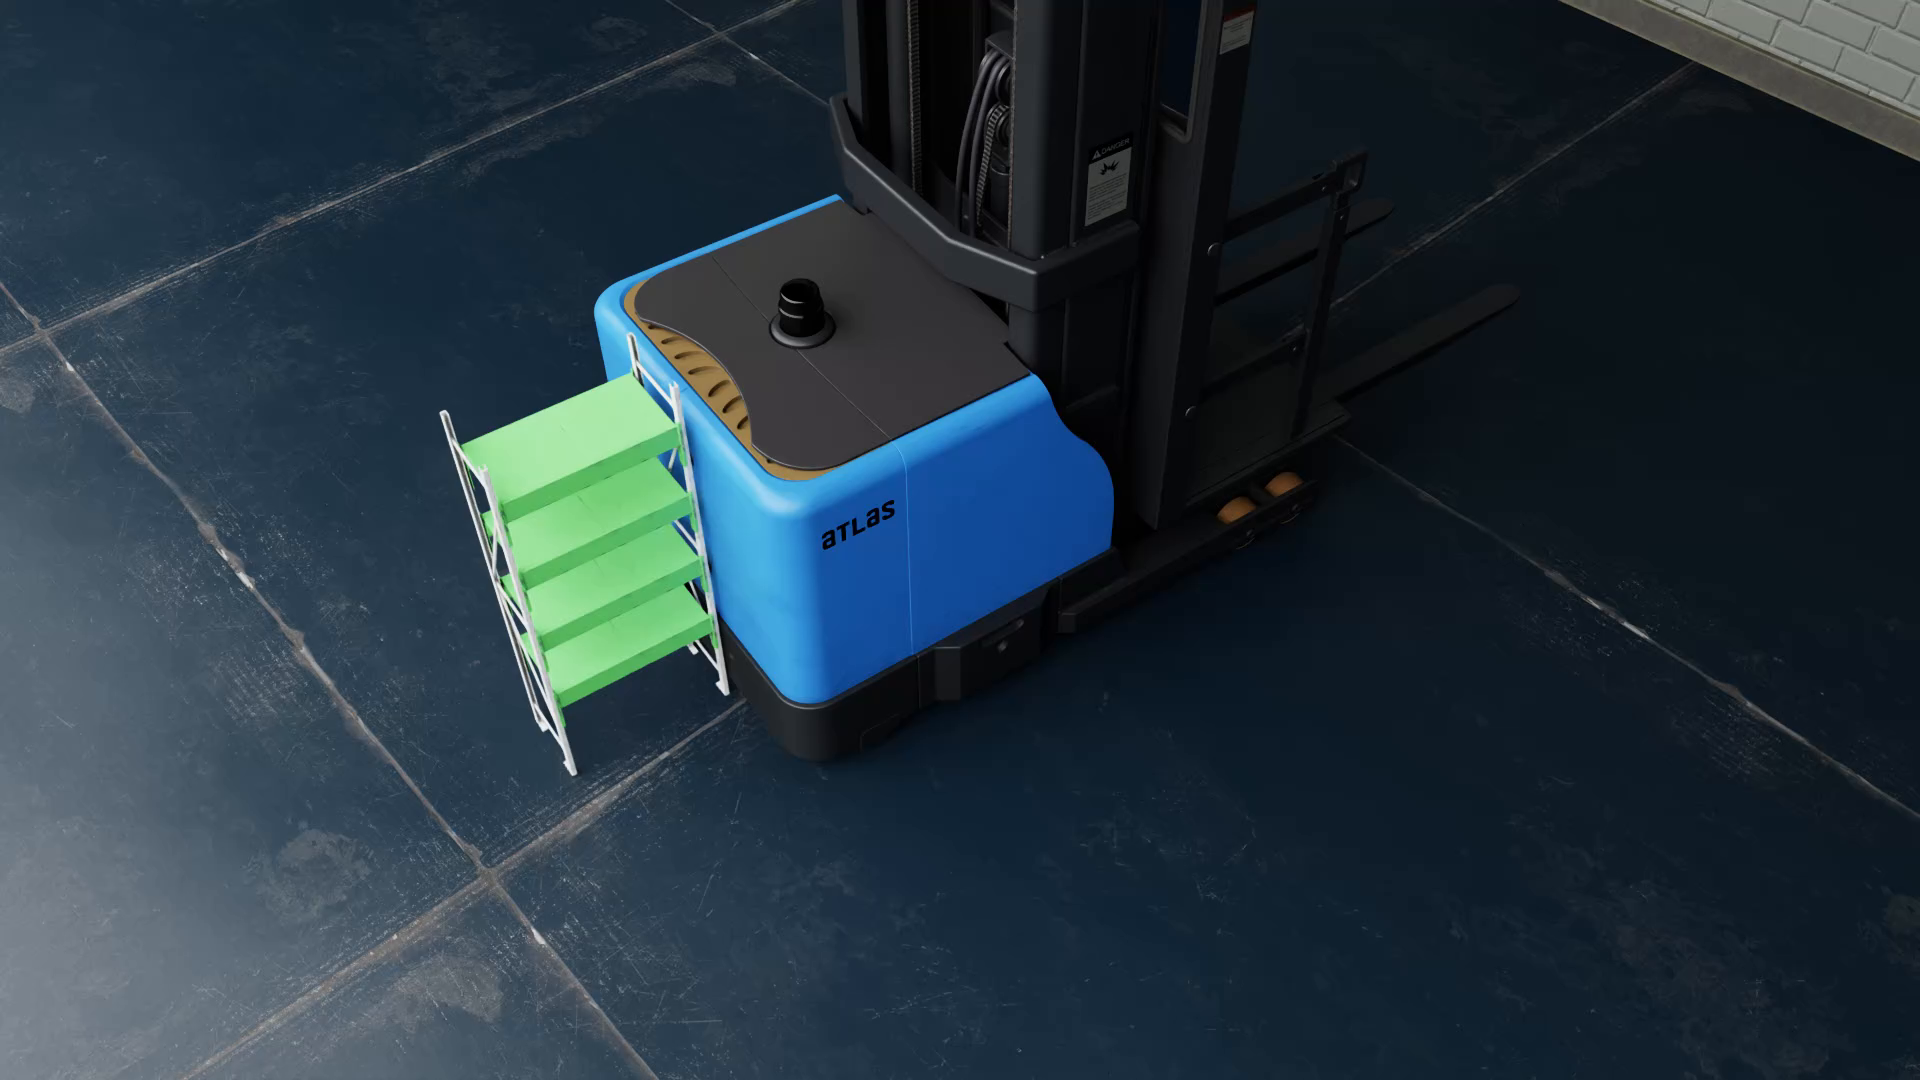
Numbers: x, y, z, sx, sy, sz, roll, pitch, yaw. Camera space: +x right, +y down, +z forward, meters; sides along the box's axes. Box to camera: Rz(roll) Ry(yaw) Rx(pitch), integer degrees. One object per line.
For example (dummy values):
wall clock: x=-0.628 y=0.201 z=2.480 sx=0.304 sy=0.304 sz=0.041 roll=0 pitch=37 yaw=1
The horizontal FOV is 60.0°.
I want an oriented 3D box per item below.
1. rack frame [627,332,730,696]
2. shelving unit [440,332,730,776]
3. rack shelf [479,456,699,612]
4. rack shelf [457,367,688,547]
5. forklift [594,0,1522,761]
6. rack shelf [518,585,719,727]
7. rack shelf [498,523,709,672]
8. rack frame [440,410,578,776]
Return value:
rack frame: x=-0.744 y=-0.029 z=4.460 sx=0.015 sy=1.200 sz=0.240 roll=-27 pitch=53 yaw=-23
shelving unit: x=-0.944 y=0.074 z=4.365 sx=0.503 sy=1.200 sz=0.258 roll=-27 pitch=53 yaw=-23
rack shelf: x=-0.944 y=-0.045 z=4.235 sx=0.480 sy=0.148 sz=0.258 roll=-27 pitch=53 yaw=-23
rack shelf: x=-0.944 y=-0.208 z=4.059 sx=0.480 sy=0.148 sz=0.258 roll=-27 pitch=53 yaw=-23
forklift: x=0.512 y=-1.258 z=4.417 sx=3.031 sy=2.935 sz=1.130 roll=-27 pitch=53 yaw=-23
rack shelf: x=-0.944 y=0.281 z=4.588 sx=0.480 sy=0.148 sz=0.258 roll=-27 pitch=53 yaw=-23
rack shelf: x=-0.944 y=0.118 z=4.412 sx=0.480 sy=0.148 sz=0.258 roll=-27 pitch=53 yaw=-23
rack frame: x=-1.144 y=0.178 z=4.270 sx=0.015 sy=1.200 sz=0.240 roll=-27 pitch=53 yaw=-23
